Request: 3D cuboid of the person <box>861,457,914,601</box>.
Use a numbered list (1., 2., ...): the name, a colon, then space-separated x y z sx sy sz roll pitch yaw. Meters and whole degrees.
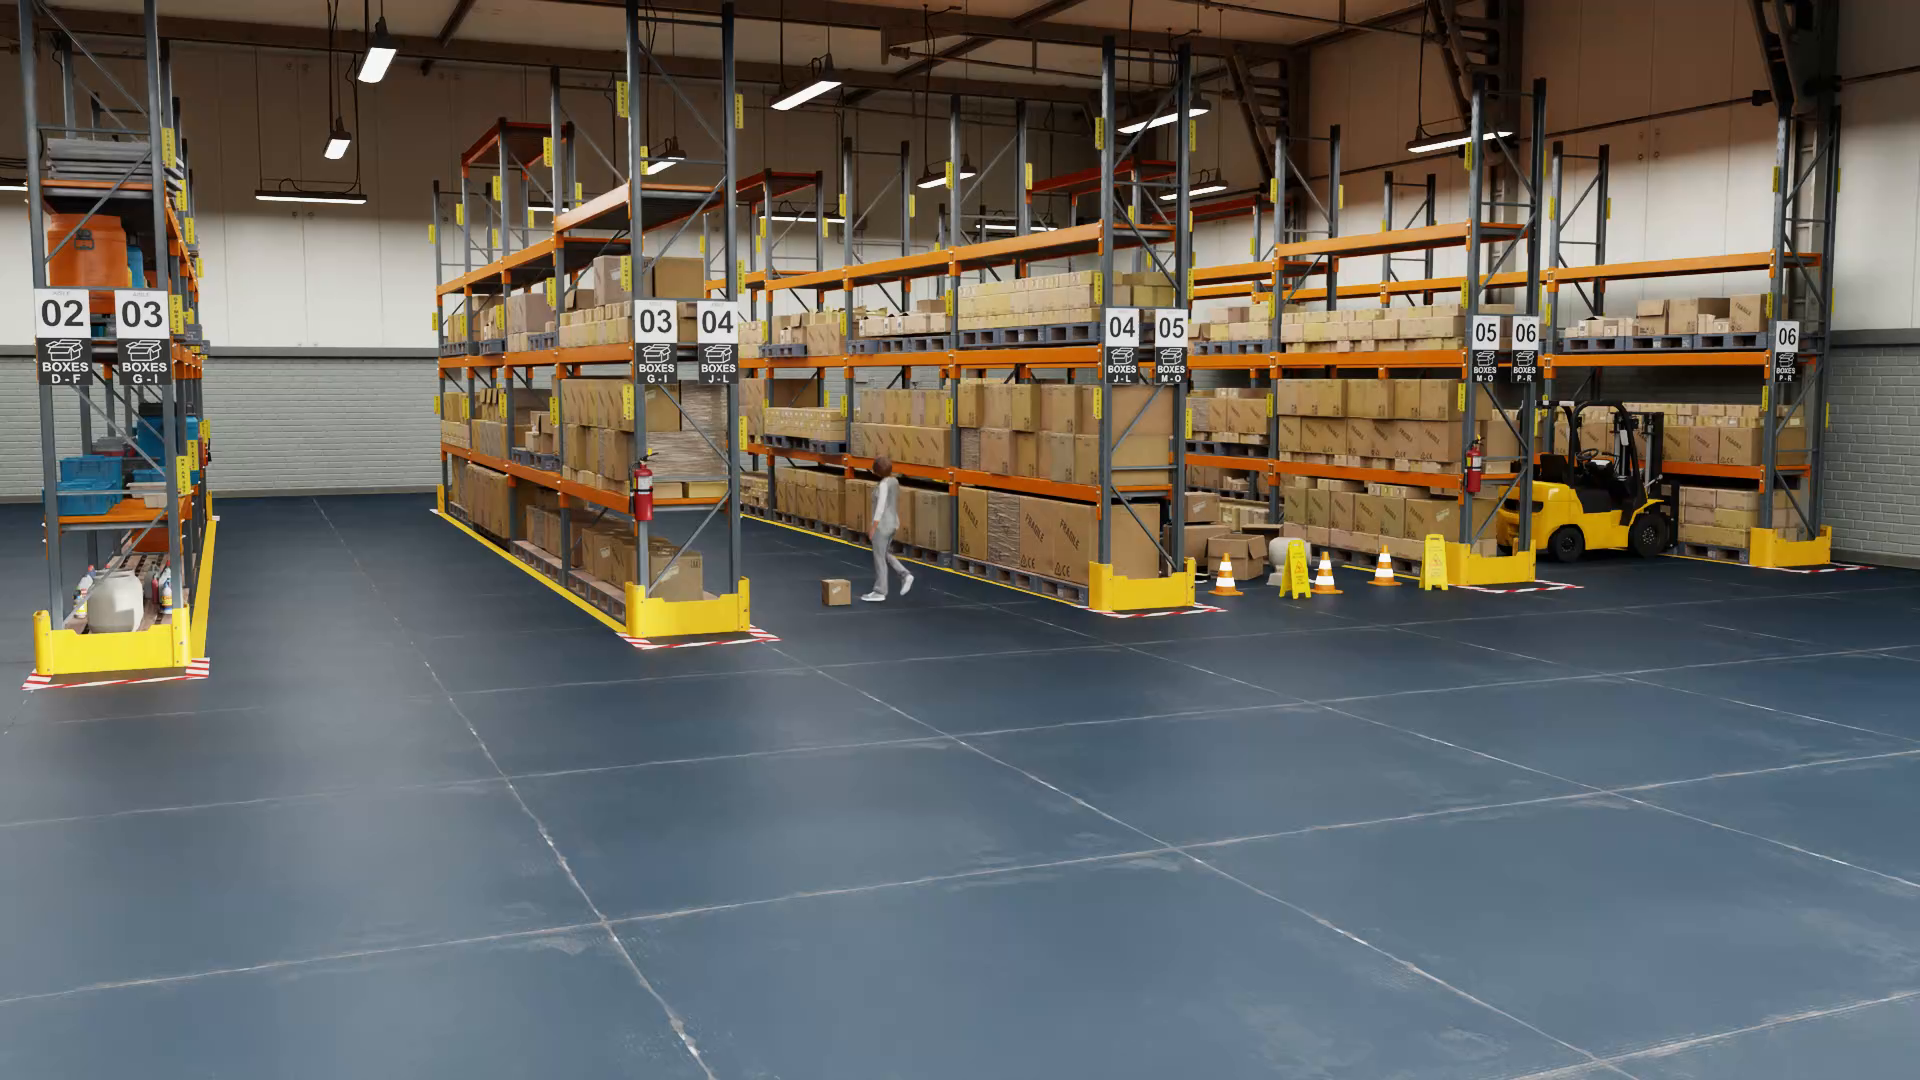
1. person: -0.807 -0.124 18.334 0.549 1.596 0.452 2 6 18
